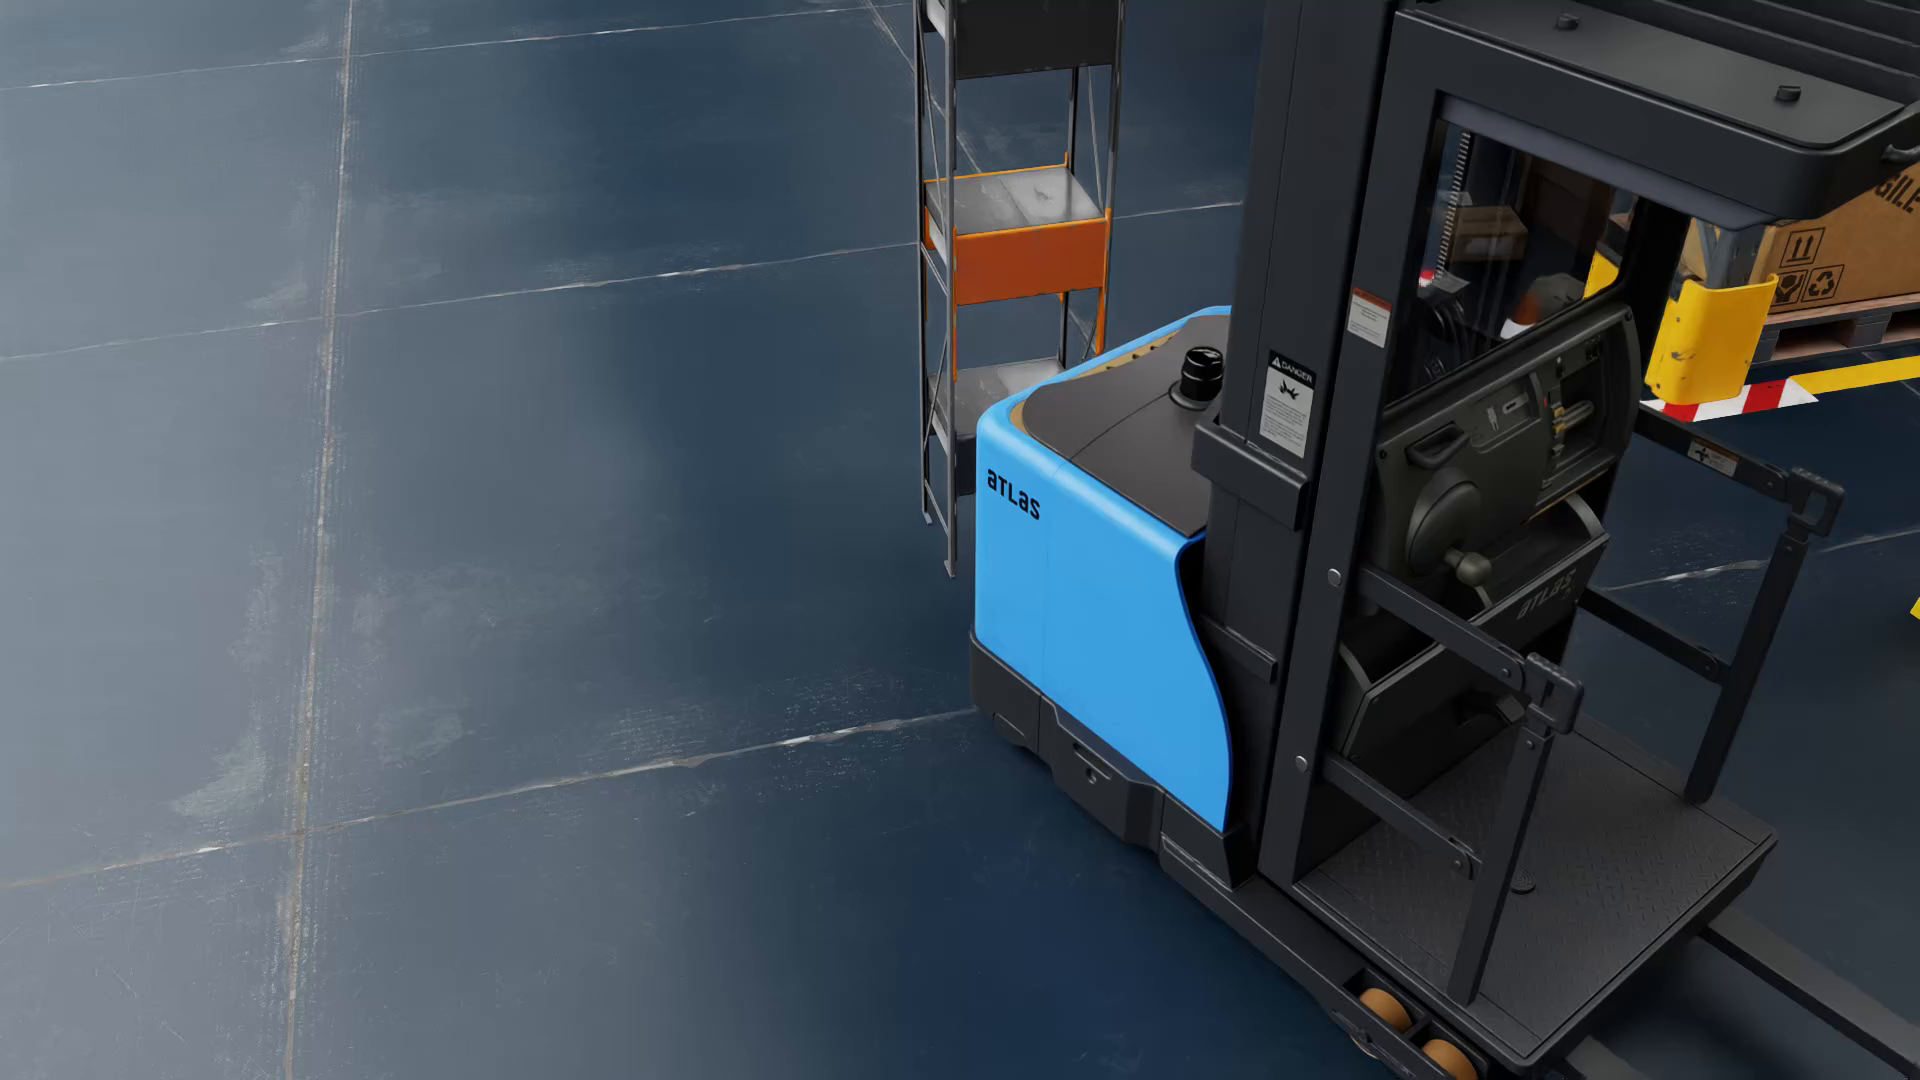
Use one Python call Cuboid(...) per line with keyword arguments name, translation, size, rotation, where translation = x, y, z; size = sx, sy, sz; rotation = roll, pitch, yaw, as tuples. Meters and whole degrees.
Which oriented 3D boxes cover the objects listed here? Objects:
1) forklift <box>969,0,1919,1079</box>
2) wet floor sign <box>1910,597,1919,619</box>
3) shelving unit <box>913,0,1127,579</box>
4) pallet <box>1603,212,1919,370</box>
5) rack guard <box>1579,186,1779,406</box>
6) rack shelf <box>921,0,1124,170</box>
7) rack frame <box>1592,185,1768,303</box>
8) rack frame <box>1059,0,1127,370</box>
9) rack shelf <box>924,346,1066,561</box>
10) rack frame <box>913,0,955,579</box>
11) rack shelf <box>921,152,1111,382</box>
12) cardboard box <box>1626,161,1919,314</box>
Cuboid(name="forklift", translation=(1.354, -0.152, 3.536), size=(1.130, 2.935, 3.031), rotation=(-27, 45, -30))
Cuboid(name="wet floor sign", translation=(3.266, 0.027, 5.184), size=(0.232, 0.644, 0.267), rotation=(-16, 40, -20))
Cuboid(name="shelving unit", translation=(0.160, -0.860, 5.146), size=(0.503, 2.100, 0.431), rotation=(-9, 38, -12))
Cuboid(name="pallet", translation=(3.530, -1.139, 7.066), size=(1.213, 0.211, 1.003), rotation=(-9, 38, -12))
Cuboid(name="rack guard", translation=(2.755, -1.078, 6.747), size=(0.348, 0.500, 1.175), rotation=(-9, 38, -12))
Cuboid(name="rack shelf", translation=(0.160, -1.405, 4.729), size=(0.480, 0.518, 0.431), rotation=(-9, 38, -12))
Cuboid(name="rack frame", translation=(2.778, -2.074, 5.993), size=(0.127, 3.000, 1.000), rotation=(-9, 38, -12))
Cuboid(name="rack frame", translation=(0.395, -0.899, 5.197), size=(0.015, 2.100, 0.400), rotation=(-9, 38, -12))
Cuboid(name="rack shelf", translation=(0.160, -0.293, 5.580), size=(0.480, 0.518, 0.431), rotation=(-9, 38, -12))
Cuboid(name="rack frame", translation=(-0.076, -0.822, 5.096), size=(0.015, 2.100, 0.400), rotation=(-9, 38, -12))
Cuboid(name="rack shelf", translation=(0.160, -0.849, 5.155), size=(0.480, 0.518, 0.431), rotation=(-9, 38, -12))
Cuboid(name="cardboard box", translation=(3.416, -1.543, 6.702), size=(0.875, 0.875, 0.875), rotation=(-9, 38, -12))
